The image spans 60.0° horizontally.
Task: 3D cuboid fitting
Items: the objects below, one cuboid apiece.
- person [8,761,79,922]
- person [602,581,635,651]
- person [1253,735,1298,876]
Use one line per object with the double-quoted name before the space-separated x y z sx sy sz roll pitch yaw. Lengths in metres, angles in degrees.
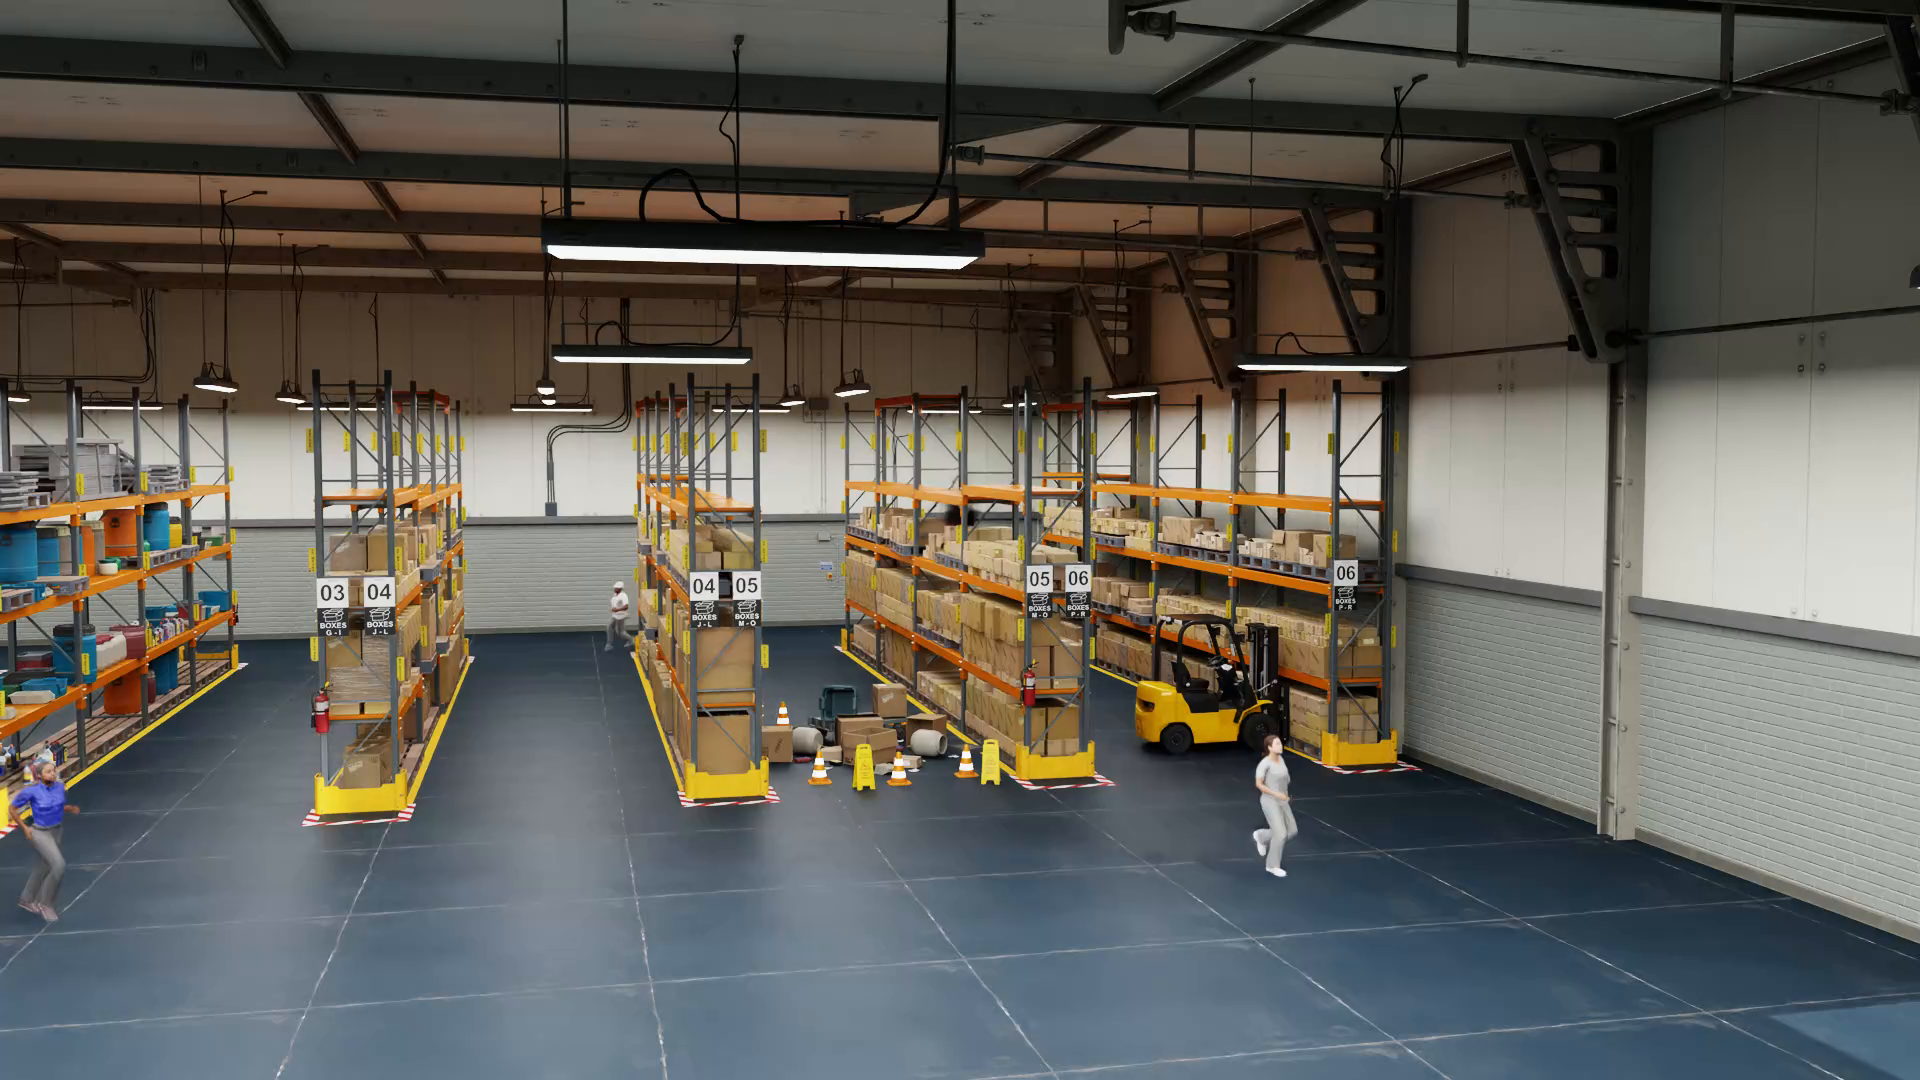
"person" -9.644 3.182 17.590 0.716 1.711 0.545 1 3 14
"person" -8.169 1.862 40.144 0.823 1.751 0.802 -2 4 -35
"person" 3.643 3.076 19.402 0.597 1.634 0.594 3 5 44
